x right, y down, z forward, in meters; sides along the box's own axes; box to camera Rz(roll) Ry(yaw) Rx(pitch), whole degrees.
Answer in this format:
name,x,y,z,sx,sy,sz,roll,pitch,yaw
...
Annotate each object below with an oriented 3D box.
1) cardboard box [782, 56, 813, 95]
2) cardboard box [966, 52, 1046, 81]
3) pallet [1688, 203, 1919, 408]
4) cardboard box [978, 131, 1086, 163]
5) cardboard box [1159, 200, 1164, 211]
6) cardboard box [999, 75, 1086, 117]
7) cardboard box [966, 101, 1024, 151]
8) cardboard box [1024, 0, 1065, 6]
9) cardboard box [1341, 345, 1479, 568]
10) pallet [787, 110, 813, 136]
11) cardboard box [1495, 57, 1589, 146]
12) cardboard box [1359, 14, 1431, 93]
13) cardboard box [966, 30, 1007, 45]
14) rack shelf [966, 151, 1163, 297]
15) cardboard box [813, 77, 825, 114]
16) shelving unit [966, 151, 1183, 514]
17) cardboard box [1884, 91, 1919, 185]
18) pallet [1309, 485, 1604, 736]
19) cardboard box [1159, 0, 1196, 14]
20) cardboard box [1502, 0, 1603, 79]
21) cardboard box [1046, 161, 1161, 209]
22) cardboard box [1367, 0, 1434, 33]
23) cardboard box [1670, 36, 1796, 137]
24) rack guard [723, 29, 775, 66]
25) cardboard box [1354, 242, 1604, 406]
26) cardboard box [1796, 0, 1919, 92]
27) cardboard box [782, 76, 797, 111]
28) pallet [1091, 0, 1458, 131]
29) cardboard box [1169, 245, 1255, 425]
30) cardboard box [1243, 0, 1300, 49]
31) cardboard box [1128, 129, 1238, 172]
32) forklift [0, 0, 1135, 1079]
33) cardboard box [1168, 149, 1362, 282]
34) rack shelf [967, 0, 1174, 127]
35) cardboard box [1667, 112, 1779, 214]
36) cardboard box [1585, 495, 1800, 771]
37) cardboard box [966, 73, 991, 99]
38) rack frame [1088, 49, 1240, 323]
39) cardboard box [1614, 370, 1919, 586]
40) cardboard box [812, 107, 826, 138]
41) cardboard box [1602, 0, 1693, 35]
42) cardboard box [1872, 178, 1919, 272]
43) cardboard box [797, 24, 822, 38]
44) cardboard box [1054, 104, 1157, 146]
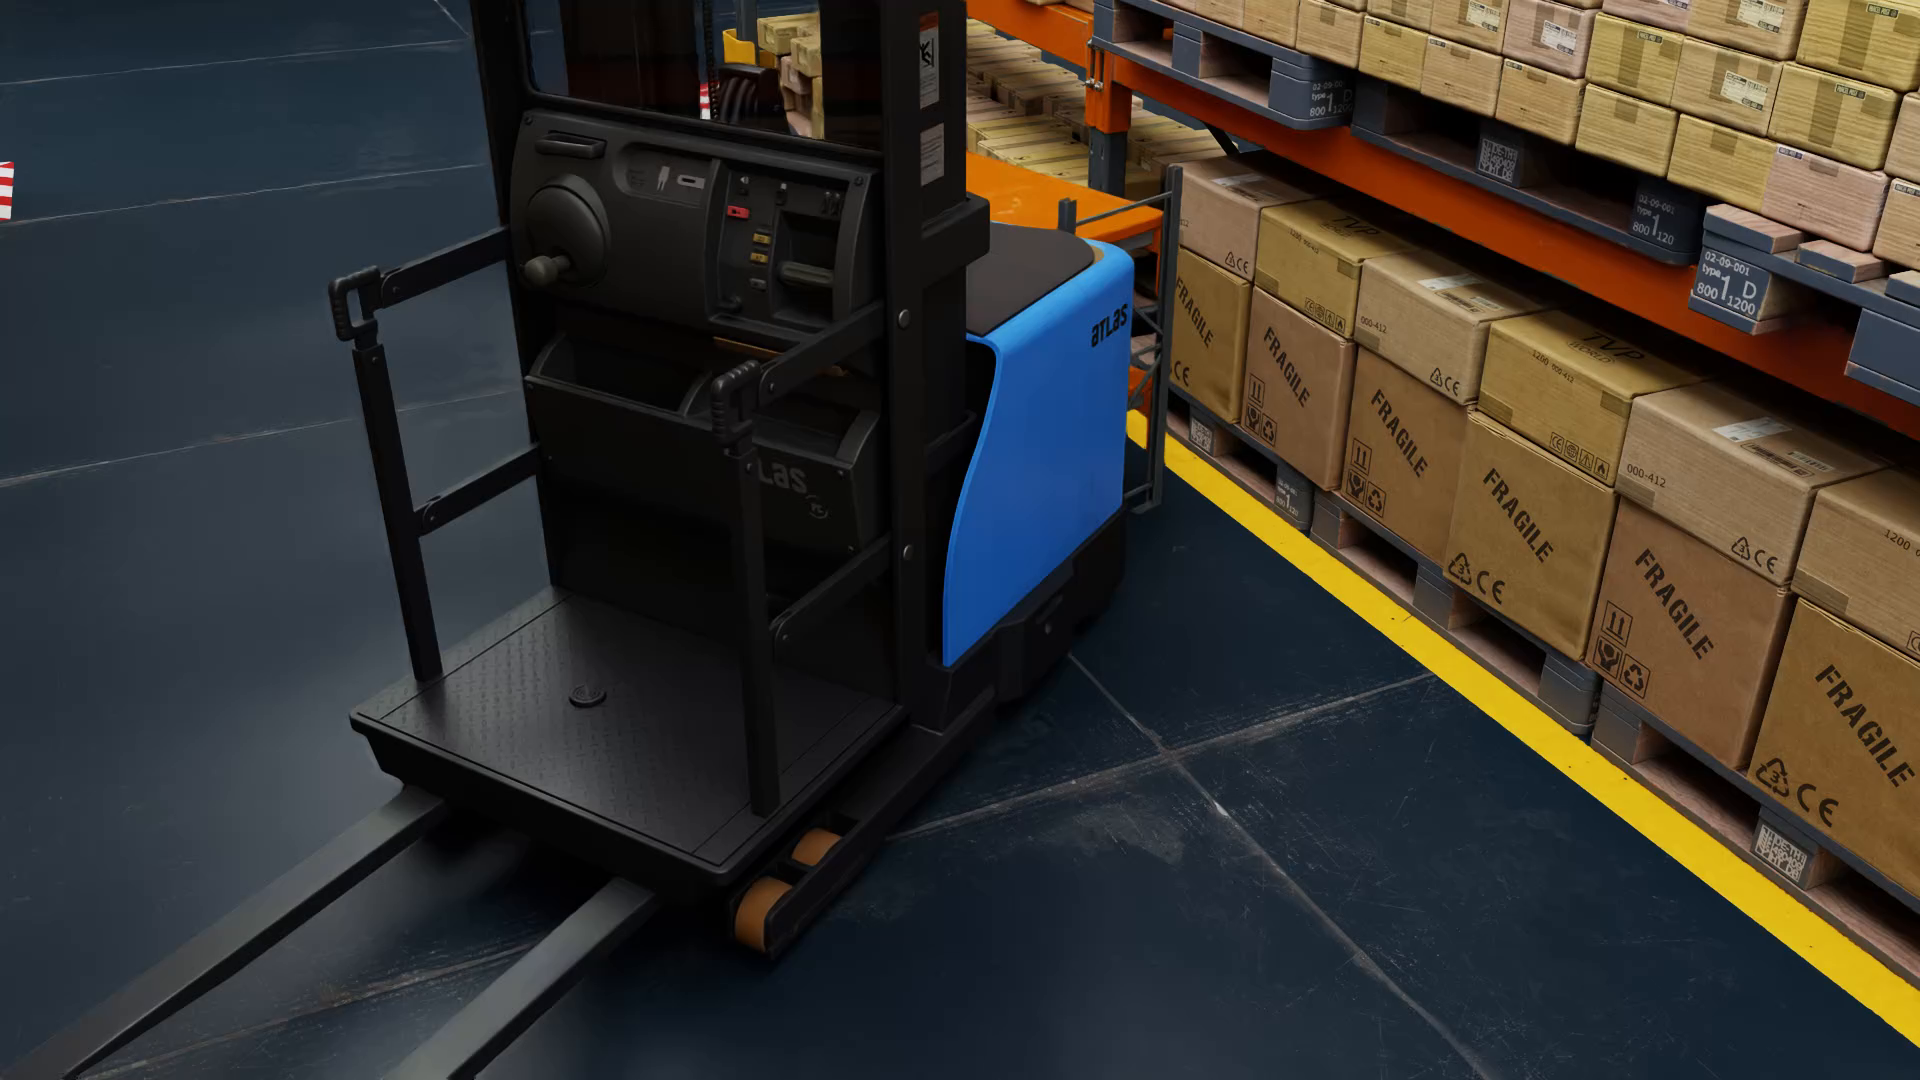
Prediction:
name,x,y,z,sx,sy,sz,roll,pitch,yaw
cardboard box,-0.716,-2.463,8.757,0.380,0.149,0.250,-13,32,-22
cardboard box,0.195,-2.245,8.065,0.380,0.149,0.250,-14,32,-24
pallet,2.257,-0.487,3.248,1.213,0.211,1.003,-13,32,-22
cardboard box,0.295,-1.560,6.842,0.380,0.149,0.250,-13,32,-22
cardboard box,0.885,-1.435,6.923,0.380,0.149,0.250,-13,32,-22
cardboard box,0.403,-2.019,7.660,0.380,0.149,0.250,-14,32,-24
cardboard box,0.054,-1.791,7.254,0.380,0.149,0.250,-15,32,-24
cardboard box,0.398,-2.104,6.191,0.380,0.149,0.250,-14,32,-23
cardboard box,1.485,-0.294,4.834,0.500,0.500,0.500,-13,32,-21
pallet,-0.426,-2.196,8.950,1.003,0.211,1.213,-13,32,-22
cardboard box,1.486,-1.041,3.867,0.380,0.149,0.250,-12,31,-20
cardboard box,1.261,-1.272,4.280,0.380,0.149,0.250,-14,32,-23
cardboard box,0.016,-2.492,8.505,0.380,0.149,0.250,-14,32,-24
rack shelf,0.122,-0.972,5.235,0.538,0.278,1.000,-24,37,-36
cardboard box,-0.519,-2.238,8.355,0.380,0.149,0.250,-12,31,-20
shelving unit,0.122,-0.717,5.378,0.538,1.125,1.048,-24,37,-36
cardboard box,1.919,-0.722,2.994,0.380,0.149,0.250,-12,31,-20
pallet,1.805,0.054,4.937,1.003,0.211,1.213,-13,32,-22
cardboard box,0.820,-1.727,5.090,0.380,0.149,0.250,-13,32,-21
cardboard box,1.480,-1.174,3.799,0.380,0.149,0.250,-12,32,-21
cardboard box,0.554,-1.347,6.462,0.380,0.149,0.250,-12,31,-21
cardboard box,1.263,-1.399,4.202,0.380,0.149,0.250,-14,32,-23
cardboard box,1.697,-0.948,3.397,0.380,0.149,0.250,-13,32,-22
rack guard,-0.743,-2.688,9.533,1.175,0.500,0.348,-13,32,-22
cardboard box,1.466,-0.622,4.653,0.500,0.250,0.500,-12,31,-20
cardboard box,1.816,-0.959,3.112,0.380,0.149,0.250,-12,31,-20
cardboard box,-0.840,-2.453,9.043,0.380,0.149,0.250,-12,32,-21
pallet,1.138,-1.593,5.221,1.003,0.211,1.213,-13,32,-22
cardboard box,1.019,-0.756,5.658,0.500,0.500,0.500,-12,31,-20
cardboard box,1.030,-1.505,4.694,0.380,0.149,0.250,-13,32,-21
cardboard box,0.916,-1.574,6.867,0.380,0.149,0.250,-11,31,-20
forklift,-0.699,-0.631,3.379,1.130,2.935,3.031,16,33,26
cardboard box,1.020,-1.083,5.475,0.500,0.250,0.500,-15,32,-24
rack shelf,0.083,-2.615,7.582,1.077,0.370,4.000,-13,32,-22
cardboard box,1.712,-0.808,3.451,0.380,0.149,0.250,-14,32,-23
cardboard box,1.921,0.163,4.019,0.500,0.500,0.500,-12,31,-20
cardboard box,-0.080,-2.040,7.699,0.380,0.149,0.250,-13,32,-22
rack frame,0.942,-2.045,5.830,1.000,3.000,0.127,-13,32,-22
cardboard box,1.902,-0.166,3.839,0.500,0.250,0.500,-13,32,-21
cardboard box,-0.530,-2.111,8.432,0.380,0.149,0.250,-13,32,-21
cardboard box,1.600,-1.184,3.513,0.380,0.149,0.250,-13,32,-22
cardboard box,1.927,-0.583,3.051,0.380,0.149,0.250,-13,32,-22
cardboard box,-0.631,-2.612,8.718,0.380,0.149,0.250,-12,32,-21
cardboard box,0.630,-1.786,7.245,0.380,0.149,0.250,-14,32,-23
